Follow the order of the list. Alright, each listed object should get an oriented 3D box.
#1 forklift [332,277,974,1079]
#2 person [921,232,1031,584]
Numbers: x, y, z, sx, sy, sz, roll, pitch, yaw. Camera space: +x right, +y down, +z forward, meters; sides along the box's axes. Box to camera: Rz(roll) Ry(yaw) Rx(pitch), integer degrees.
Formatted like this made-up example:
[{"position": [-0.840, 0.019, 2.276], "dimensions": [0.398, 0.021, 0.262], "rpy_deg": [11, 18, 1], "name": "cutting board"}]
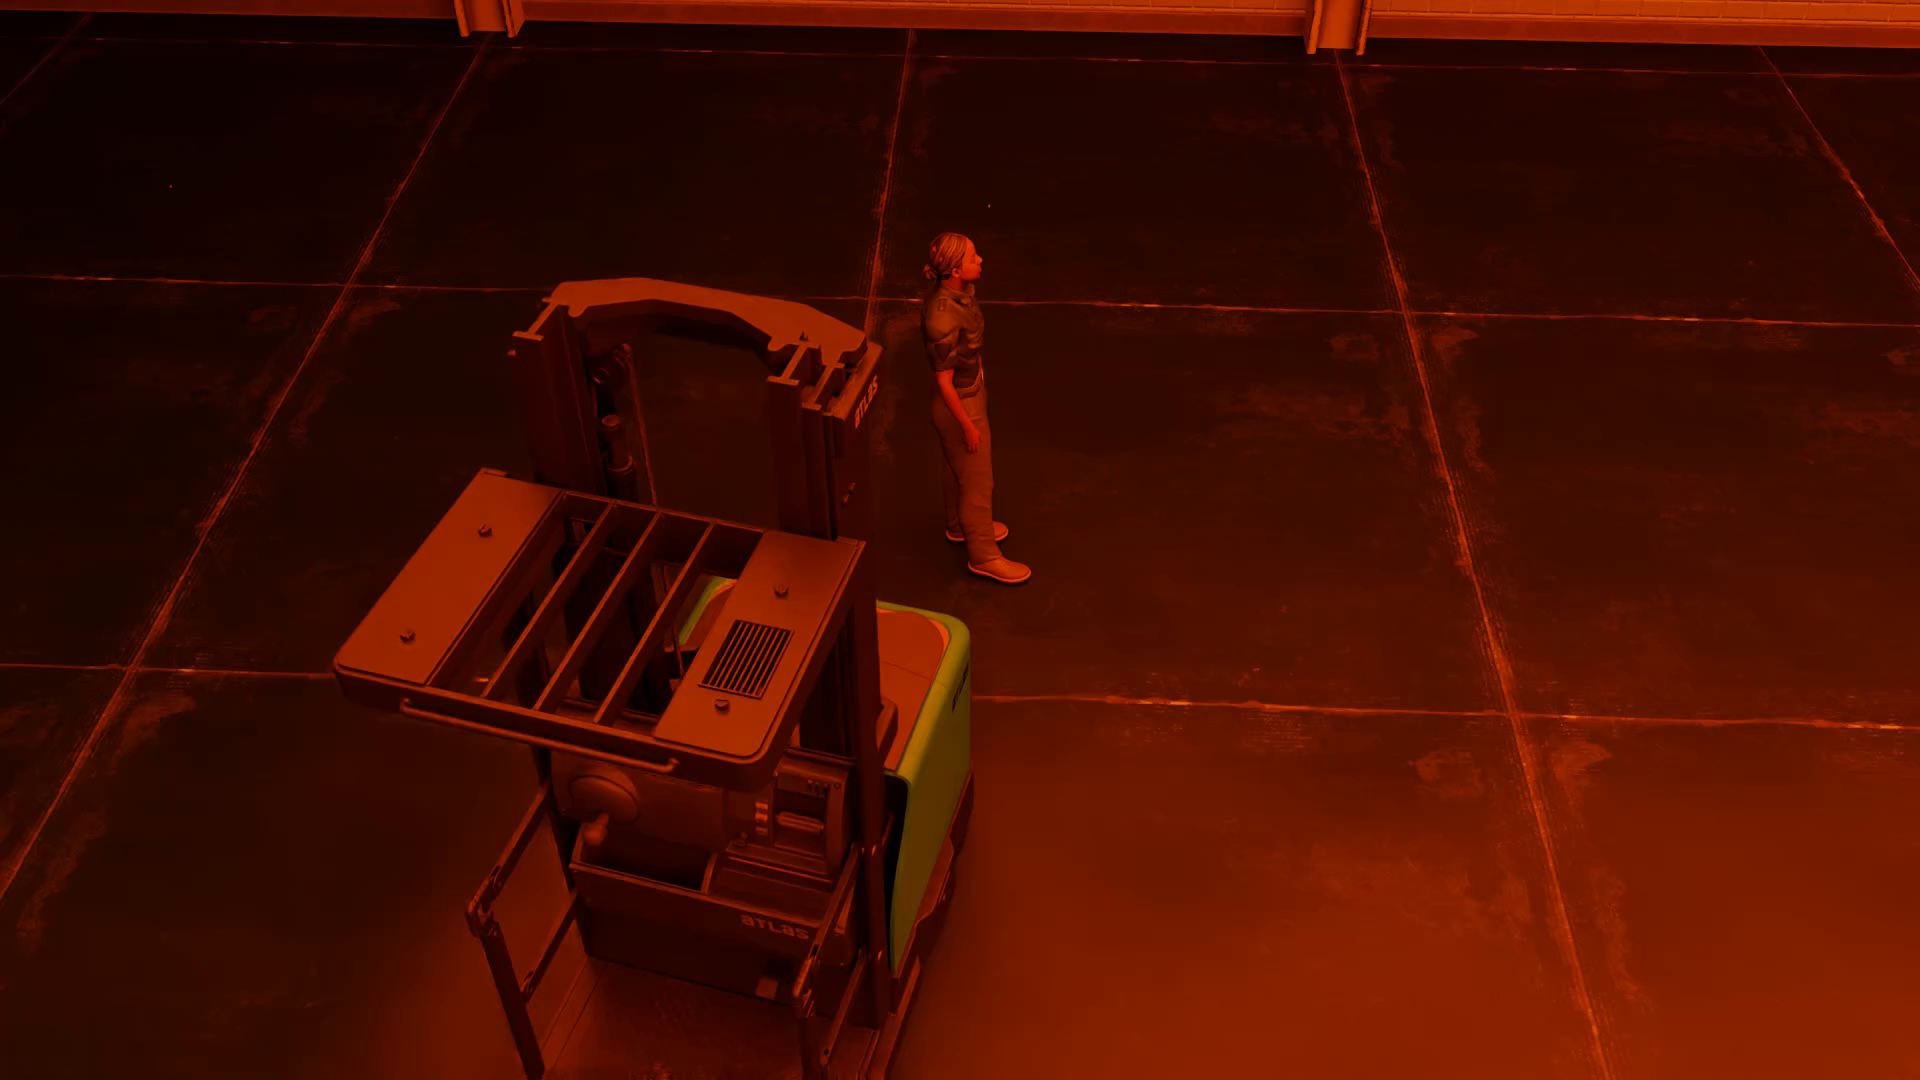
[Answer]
[{"position": [-0.841, 0.860, 4.800], "dimensions": [1.130, 2.935, 3.031], "rpy_deg": [11, 44, 12], "name": "forklift"}, {"position": [0.087, -0.600, 7.336], "dimensions": [0.503, 1.656, 0.569], "rpy_deg": [2, 42, 2], "name": "person"}]
